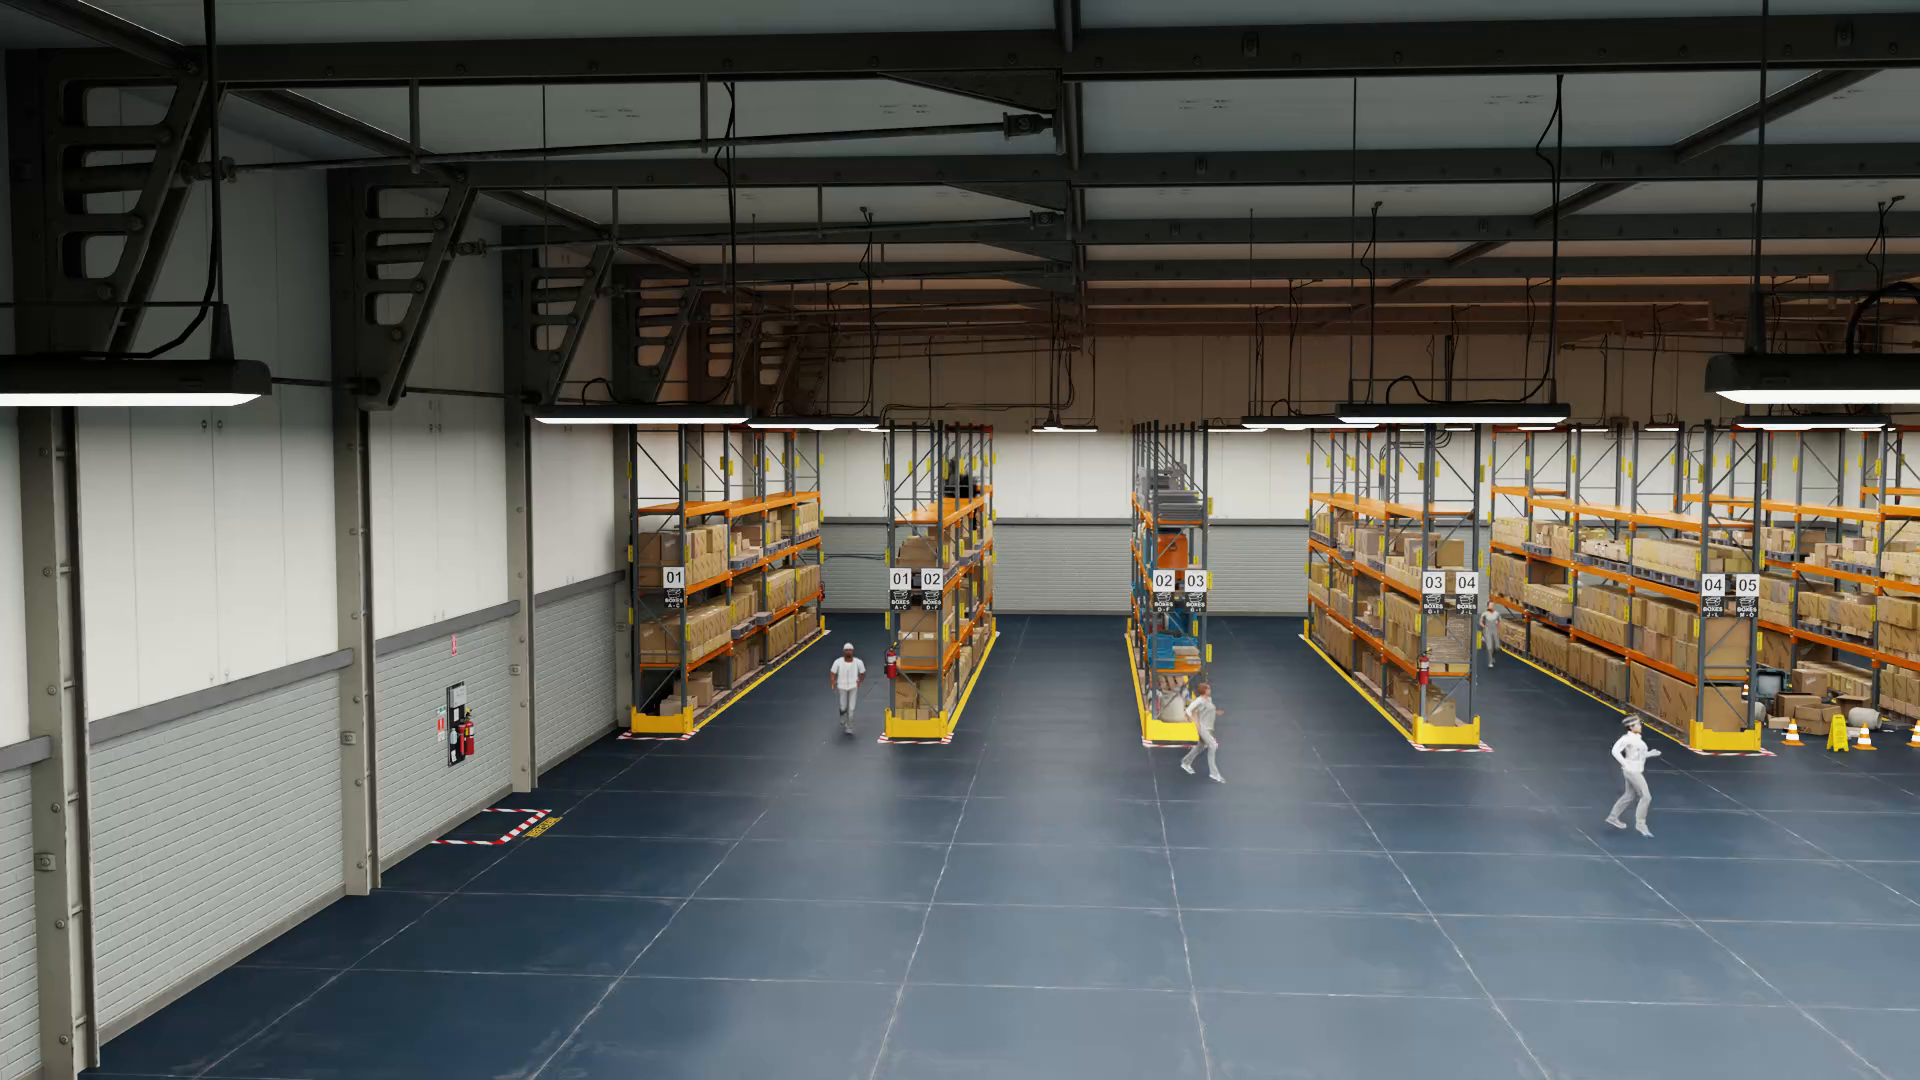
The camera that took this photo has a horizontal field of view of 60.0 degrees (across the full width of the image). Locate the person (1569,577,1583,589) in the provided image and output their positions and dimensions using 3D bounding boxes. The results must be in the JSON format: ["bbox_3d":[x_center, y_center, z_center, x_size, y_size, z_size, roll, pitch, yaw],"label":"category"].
[{"bbox_3d":[17.559,1.794,47.458,0.964,1.800,0.659,0,4,4],"label":"person"}]

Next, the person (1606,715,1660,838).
[{"bbox_3d":[9.649,3.367,23.824,0.695,1.752,0.593,2,4,30],"label":"person"}]

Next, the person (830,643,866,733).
[{"bbox_3d":[-2.148,2.840,31.955,0.689,1.706,0.605,0,4,-4],"label":"person"}]

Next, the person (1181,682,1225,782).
[{"bbox_3d":[4.027,3.161,27.547,0.820,1.620,0.524,2,4,28],"label":"person"}]

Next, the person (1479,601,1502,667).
[{"bbox_3d":[13.089,2.324,40.979,0.560,1.603,0.578,0,4,5],"label":"person"}]
